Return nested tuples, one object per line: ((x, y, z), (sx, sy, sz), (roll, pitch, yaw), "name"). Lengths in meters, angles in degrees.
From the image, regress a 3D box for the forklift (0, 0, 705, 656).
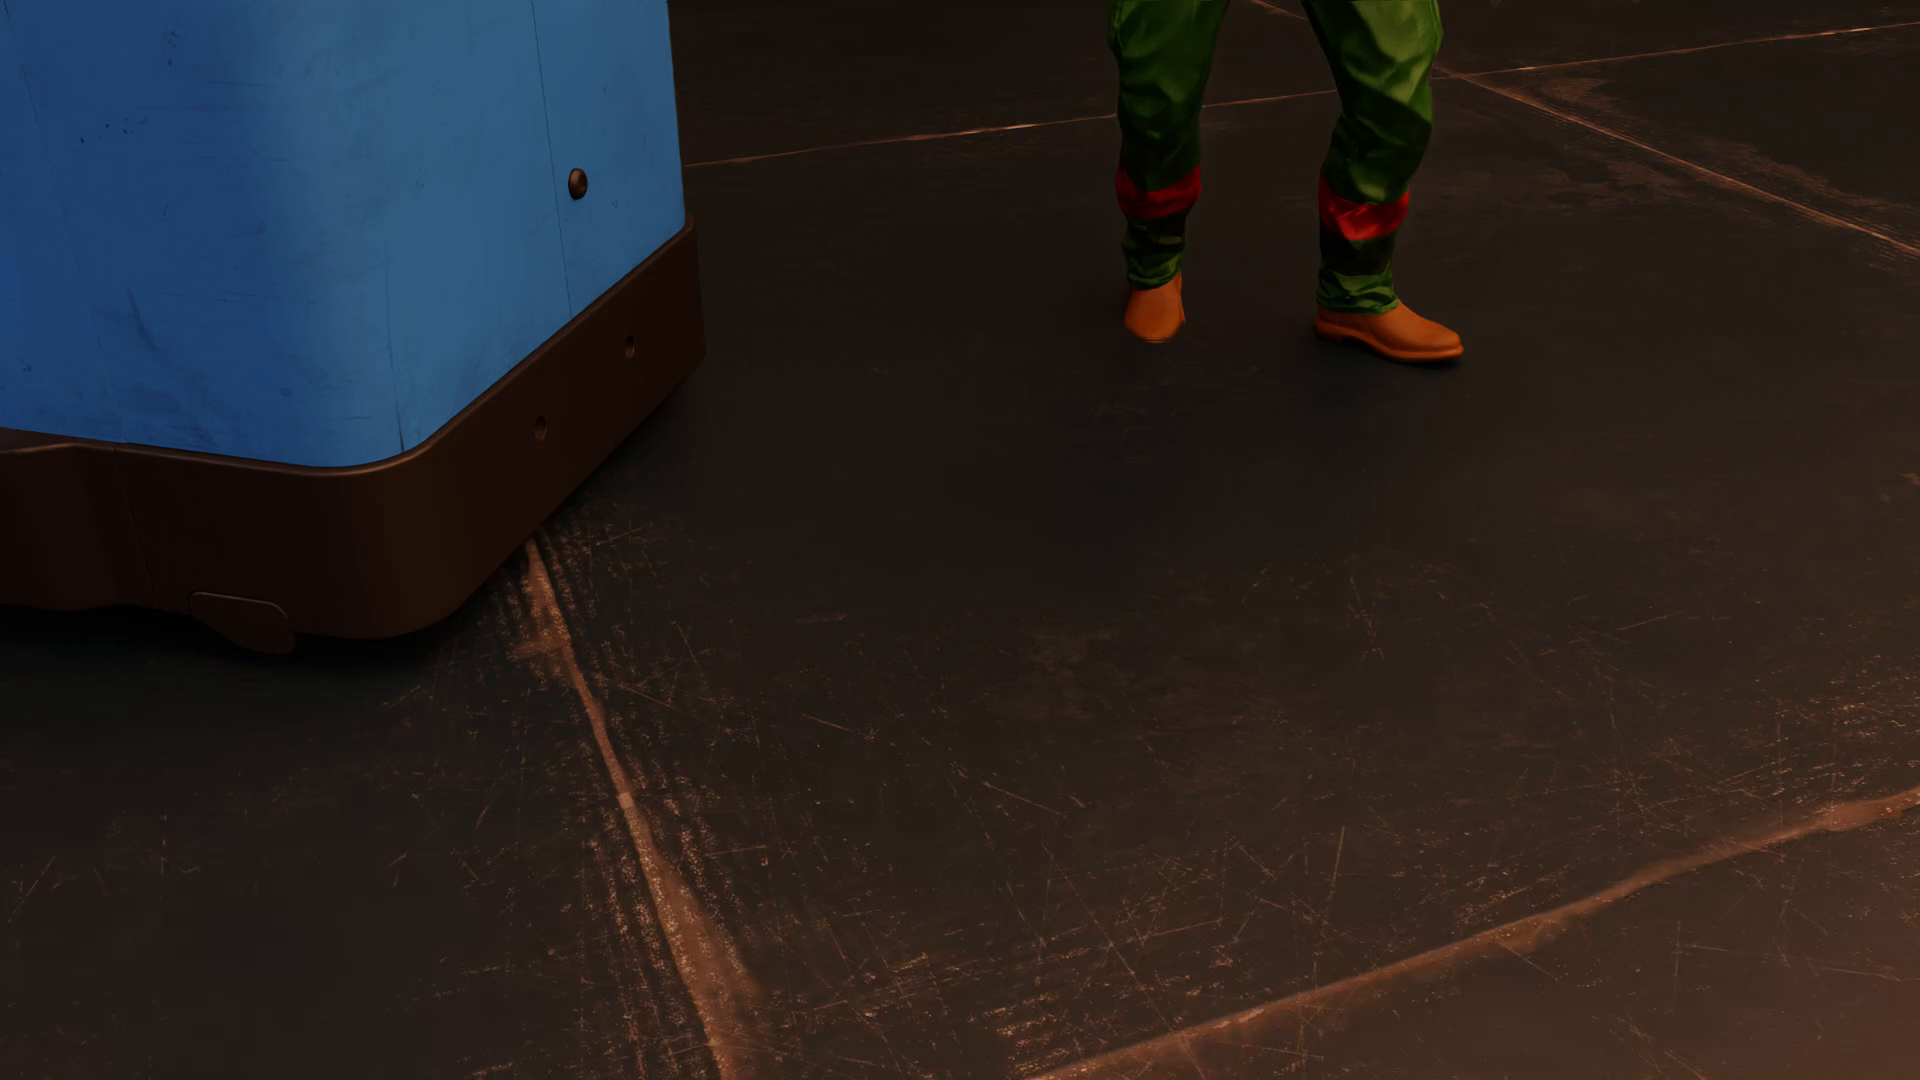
((-2.023, -1.510, 2.189), (3.031, 2.935, 1.130), (7, 30, 13), "forklift")

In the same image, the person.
((0.496, -1.126, 2.764), (0.890, 1.745, 0.479), (5, 30, 8), "person")
